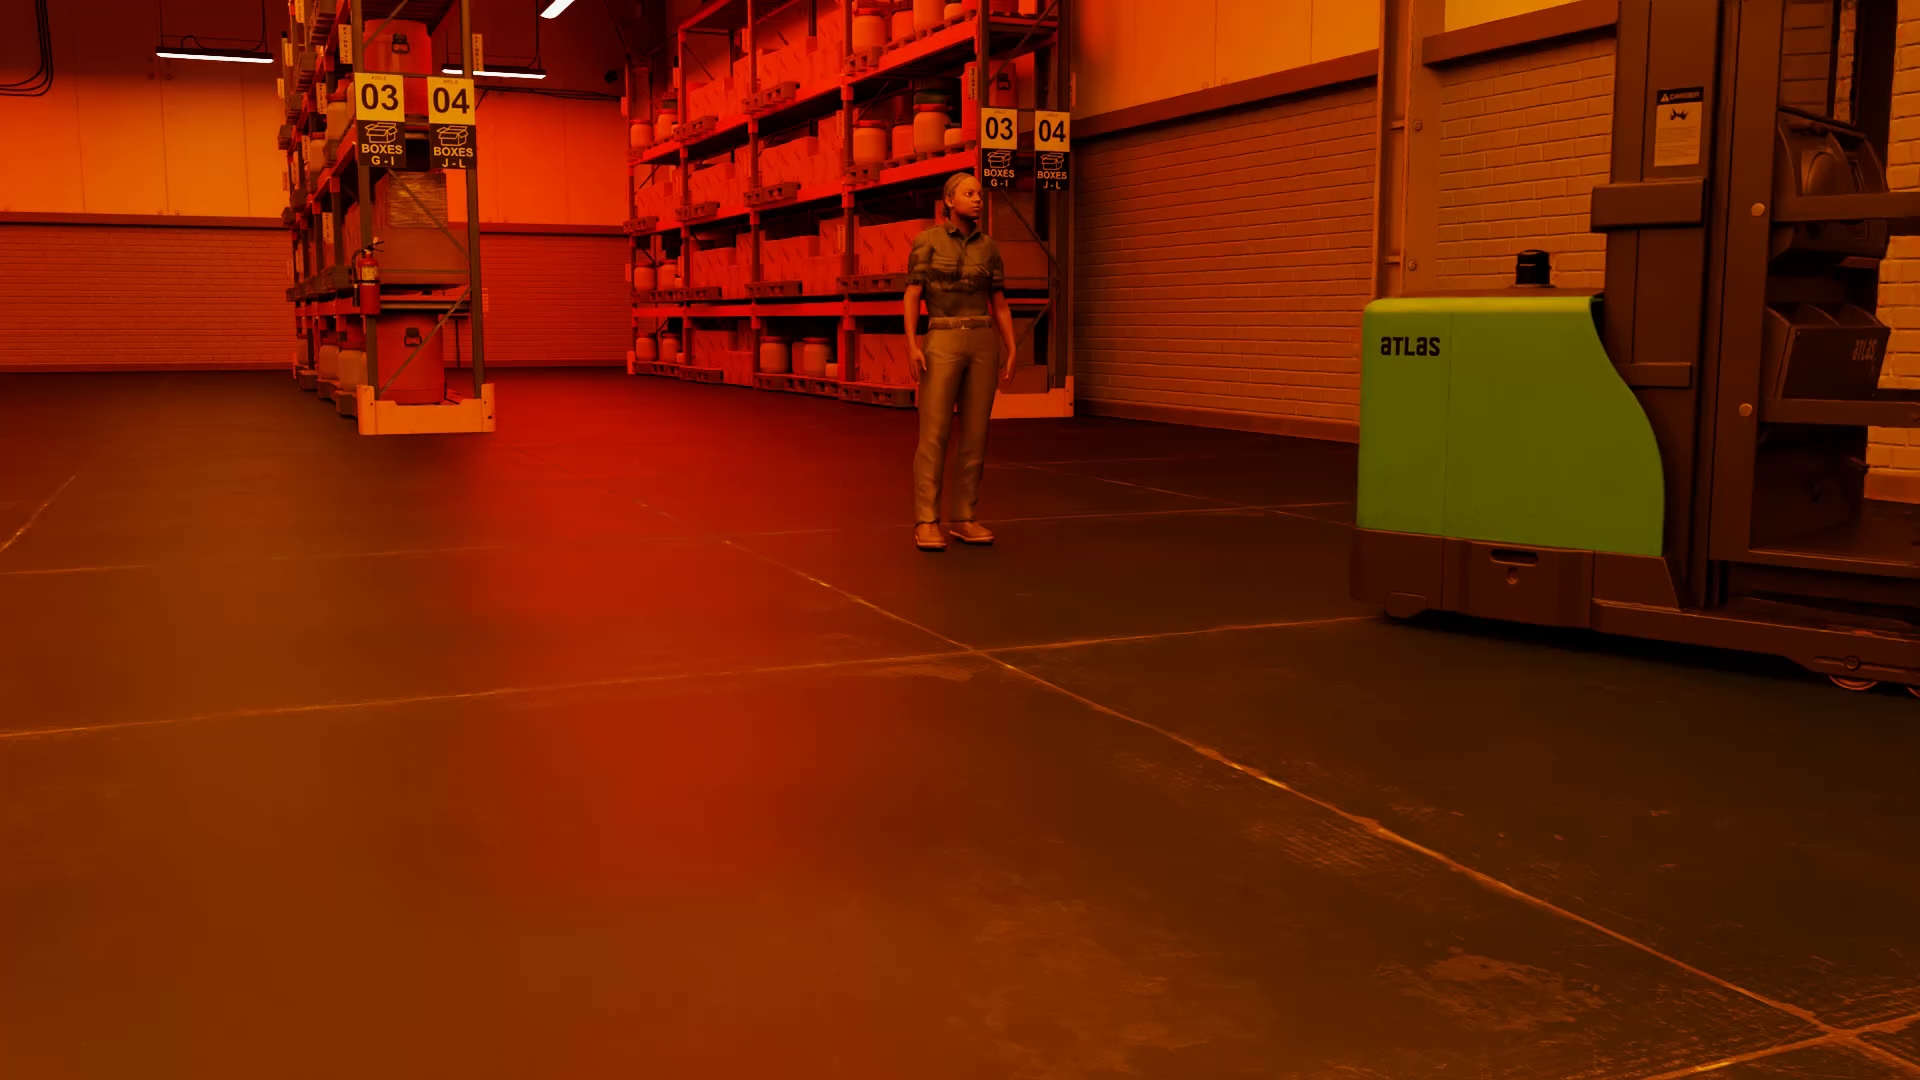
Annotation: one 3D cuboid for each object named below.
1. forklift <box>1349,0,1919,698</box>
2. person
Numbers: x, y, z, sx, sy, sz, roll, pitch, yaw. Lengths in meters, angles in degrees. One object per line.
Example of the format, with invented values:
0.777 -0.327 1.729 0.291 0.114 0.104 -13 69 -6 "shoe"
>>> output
2.739 -1.101 4.793 3.031 2.935 1.130 7 10 43 "forklift"
0.017 -0.816 7.457 0.570 1.656 0.503 -3 8 -23 "person"
